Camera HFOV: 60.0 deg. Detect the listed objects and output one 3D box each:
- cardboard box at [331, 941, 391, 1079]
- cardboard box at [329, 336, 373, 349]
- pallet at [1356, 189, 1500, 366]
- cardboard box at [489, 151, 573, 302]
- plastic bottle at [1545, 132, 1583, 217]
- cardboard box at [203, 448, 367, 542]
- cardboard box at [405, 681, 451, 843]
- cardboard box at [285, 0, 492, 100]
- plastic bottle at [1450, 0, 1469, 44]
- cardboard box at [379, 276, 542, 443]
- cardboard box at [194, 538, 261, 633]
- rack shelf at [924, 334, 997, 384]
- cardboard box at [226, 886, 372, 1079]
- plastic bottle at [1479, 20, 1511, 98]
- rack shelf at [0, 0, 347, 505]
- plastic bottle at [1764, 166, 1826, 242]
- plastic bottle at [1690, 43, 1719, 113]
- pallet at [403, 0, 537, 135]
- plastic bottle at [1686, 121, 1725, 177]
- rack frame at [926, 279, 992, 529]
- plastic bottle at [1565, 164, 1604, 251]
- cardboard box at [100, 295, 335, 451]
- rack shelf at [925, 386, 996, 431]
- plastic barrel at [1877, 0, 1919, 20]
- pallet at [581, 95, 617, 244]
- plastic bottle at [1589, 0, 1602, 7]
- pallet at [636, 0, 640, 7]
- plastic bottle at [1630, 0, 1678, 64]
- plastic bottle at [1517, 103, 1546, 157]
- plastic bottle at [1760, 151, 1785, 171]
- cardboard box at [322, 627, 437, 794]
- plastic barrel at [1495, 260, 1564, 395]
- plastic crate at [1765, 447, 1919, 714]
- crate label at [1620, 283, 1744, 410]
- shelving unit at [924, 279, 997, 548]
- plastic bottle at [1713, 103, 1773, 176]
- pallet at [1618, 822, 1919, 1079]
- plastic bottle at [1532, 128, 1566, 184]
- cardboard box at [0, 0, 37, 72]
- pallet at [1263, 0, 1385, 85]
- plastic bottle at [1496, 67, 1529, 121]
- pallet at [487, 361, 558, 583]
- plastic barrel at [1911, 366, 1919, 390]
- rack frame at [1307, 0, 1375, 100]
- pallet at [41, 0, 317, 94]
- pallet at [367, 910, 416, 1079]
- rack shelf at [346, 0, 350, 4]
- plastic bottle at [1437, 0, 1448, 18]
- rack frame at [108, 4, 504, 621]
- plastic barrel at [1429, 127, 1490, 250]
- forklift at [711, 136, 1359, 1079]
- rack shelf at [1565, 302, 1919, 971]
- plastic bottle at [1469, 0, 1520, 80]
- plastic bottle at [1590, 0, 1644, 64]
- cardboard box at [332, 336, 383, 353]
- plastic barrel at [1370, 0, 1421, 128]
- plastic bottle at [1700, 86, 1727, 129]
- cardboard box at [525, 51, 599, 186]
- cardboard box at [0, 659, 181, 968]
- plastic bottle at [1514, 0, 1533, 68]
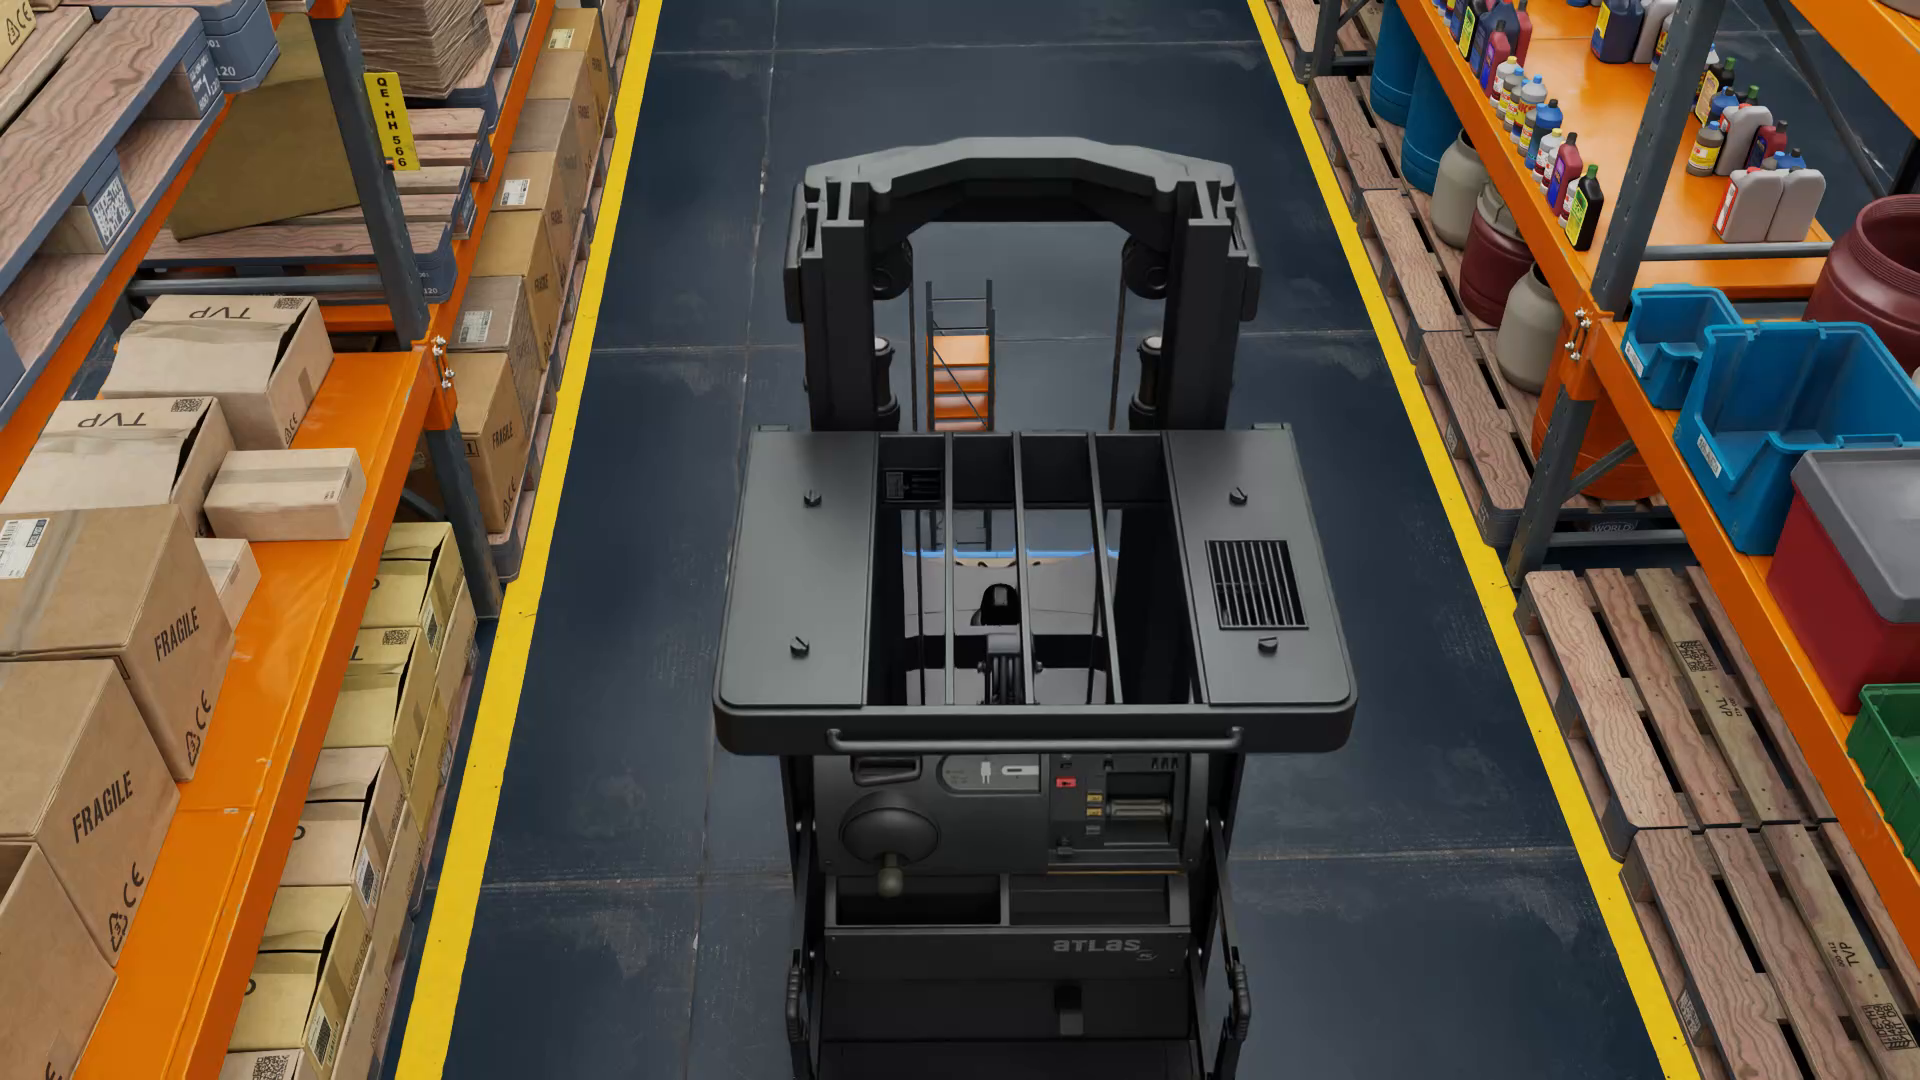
[{"bbox_3d":[-1.946,1.418,4.707,0.500,0.250,0.500,-1,43,-1],"label":"cardboard box"},{"bbox_3d":[-2.561,-1.004,6.594,0.500,0.250,0.500,0,43,0],"label":"cardboard box"},{"bbox_3d":[2.545,-1.288,7.999,1.003,0.211,1.213,-2,43,-2],"label":"pallet"},{"bbox_3d":[-2.085,-1.424,7.608,0.500,0.500,0.500,-3,43,-3],"label":"cardboard box"},{"bbox_3d":[2.216,-1.337,6.075,0.061,0.283,0.133,-2,43,-2],"label":"plastic bottle"},{"bbox_3d":[-1.966,-0.132,4.860,0.380,0.149,0.250,-2,43,-2],"label":"cardboard box"},{"bbox_3d":[-1.989,0.731,5.457,0.500,0.250,0.500,-2,43,-2],"label":"cardboard box"},{"bbox_3d":[-2.268,-2.060,6.393,0.700,0.500,0.500,6,43,6],"label":"cardboard box"},{"bbox_3d":[2.198,-2.301,7.077,0.144,0.351,0.185,-2,43,-2],"label":"plastic bottle"},{"bbox_3d":[-2.042,-0.733,6.854,0.500,0.500,0.500,-3,43,-3],"label":"cardboard box"},{"bbox_3d":[-2.170,0.128,4.576,0.380,0.149,0.250,1,43,1],"label":"cardboard box"},{"bbox_3d":[0.001,-0.665,6.121,0.258,0.103,0.180,-2,43,-2],"label":"rack shelf"},{"bbox_3d":[-1.946,1.205,4.525,0.500,0.311,0.500,-1,43,-1],"label":"cardboard box"},{"bbox_3d":[2.177,-1.953,6.747,0.061,0.283,0.133,-2,43,-2],"label":"plastic bottle"},{"bbox_3d":[-2.195,-0.314,3.185,1.077,0.370,4.000,-2,43,-2],"label":"rack shelf"},{"bbox_3d":[2.973,-1.219,5.952,0.152,0.276,0.135,-2,43,-2],"label":"plastic bottle"},{"bbox_3d":[2.961,-1.855,6.649,0.097,0.271,0.097,0,43,0],"label":"plastic bottle"},{"bbox_3d":[-2.367,-2.066,6.926,1.003,0.211,1.213,-2,43,-2],"label":"pallet"},{"bbox_3d":[2.830,-1.488,6.300,0.097,0.201,0.097,0,43,0],"label":"plastic bottle"},{"bbox_3d":[-0.003,-0.494,6.401,0.240,1.200,0.006,-2,43,-2],"label":"rack frame"},{"bbox_3d":[2.225,-1.181,5.905,0.061,0.283,0.133,-2,43,-2],"label":"plastic bottle"},{"bbox_3d":[-2.308,-0.544,5.190,0.500,0.311,0.500,1,43,1],"label":"cardboard box"},{"bbox_3d":[0.001,-0.488,6.283,0.258,0.103,0.180,-2,43,-2],"label":"rack shelf"},{"bbox_3d":[2.487,-1.693,3.787,0.600,0.901,0.600,0,43,0],"label":"plastic barrel"},{"bbox_3d":[-2.378,-1.948,8.719,1.003,0.211,1.213,-2,43,-2],"label":"pallet"},{"bbox_3d":[2.891,-2.527,7.379,0.152,0.276,0.135,-2,43,-2],"label":"plastic bottle"},{"bbox_3d":[-2.533,-3.785,10.724,1.003,0.211,1.213,-2,43,-2],"label":"pallet"},{"bbox_3d":[2.914,-2.155,6.973,0.152,0.276,0.135,-2,43,-2],"label":"plastic bottle"},{"bbox_3d":[2.217,-1.582,6.404,0.097,0.201,0.097,0,43,0],"label":"plastic bottle"},{"bbox_3d":[2.992,-1.336,6.135,0.097,0.201,0.097,0,43,0],"label":"plastic bottle"},{"bbox_3d":[-1.983,0.525,5.266,0.500,0.311,0.500,-2,43,-2],"label":"cardboard box"},{"bbox_3d":[2.518,-0.910,7.053,0.421,0.512,0.421,0,43,0],"label":"plastic barrel"},{"bbox_3d":[2.432,0.113,4.360,0.402,0.464,0.583,-2,43,-2],"label":"plastic crate"},{"bbox_3d":[2.312,-0.607,5.316,0.303,0.233,0.416,-2,43,-2],"label":"crate label"},{"bbox_3d":[0.001,-0.433,6.334,0.258,1.200,0.189,-2,43,-2],"label":"shelving unit"},{"bbox_3d":[2.954,-1.532,6.293,0.152,0.276,0.135,-2,43,-2],"label":"plastic bottle"},{"bbox_3d":[2.712,1.410,5.055,1.003,0.211,1.213,-2,43,-2],"label":"pallet"},{"bbox_3d":[2.225,-1.451,6.260,0.097,0.201,0.097,0,43,0],"label":"plastic bottle"},{"bbox_3d":[-2.151,-0.985,3.185,0.500,0.250,0.500,-2,43,-3],"label":"cardboard box"},{"bbox_3d":[2.429,-3.131,10.010,1.003,0.211,1.213,-2,43,-2],"label":"pallet"},{"bbox_3d":[2.204,-1.780,6.619,0.097,0.201,0.097,0,43,0],"label":"plastic bottle"},{"bbox_3d":[-2.274,-0.301,6.922,1.003,0.211,1.213,-2,43,-2],"label":"pallet"},{"bbox_3d":[2.926,-0.316,4.792,0.421,0.512,0.421,0,43,0],"label":"plastic barrel"},{"bbox_3d":[2.499,-3.664,8.527,1.000,3.000,0.127,-2,43,-2],"label":"rack frame"},{"bbox_3d":[-2.162,-1.404,3.982,1.213,0.211,1.003,0,43,0],"label":"pallet"},{"bbox_3d":[-2.235,1.583,4.867,1.003,0.211,1.213,-2,43,-2],"label":"pallet"},{"bbox_3d":[-2.365,-3.015,6.131,1.077,0.370,4.000,-2,43,-2],"label":"rack shelf"},{"bbox_3d":[2.165,-2.432,7.279,0.097,0.271,0.097,0,43,0],"label":"plastic bottle"},{"bbox_3d":[-2.280,-0.824,5.429,1.000,3.000,0.127,-2,43,-2],"label":"rack frame"},{"bbox_3d":[2.470,-1.672,7.885,0.421,0.512,0.421,0,43,0],"label":"plastic barrel"},{"bbox_3d":[0.124,0.730,3.784,1.130,2.935,3.031,0,43,0],"label":"forklift"},{"bbox_3d":[2.754,0.652,4.351,1.077,0.370,4.000,-2,43,-2],"label":"rack shelf"},{"bbox_3d":[2.212,-2.086,6.843,0.144,0.351,0.185,-2,43,-2],"label":"plastic bottle"},{"bbox_3d":[2.765,-2.196,6.962,0.144,0.351,0.185,-2,43,-2],"label":"plastic bottle"},{"bbox_3d":[-2.554,-0.689,6.806,0.500,0.500,0.500,0,43,0],"label":"cardboard box"},{"bbox_3d":[2.505,-2.677,8.693,0.600,0.901,0.708,-2,43,-2],"label":"plastic barrel"},{"bbox_3d":[2.971,-1.673,6.502,0.097,0.201,0.097,0,43,0],"label":"plastic bottle"},{"bbox_3d":[-2.130,-2.106,8.352,0.500,0.500,0.500,-2,43,-2],"label":"cardboard box"},{"bbox_3d":[-2.170,0.627,3.772,0.500,0.500,0.500,-2,43,-2],"label":"cardboard box"},{"bbox_3d":[2.313,-2.082,6.888,0.061,0.283,0.133,-2,43,-2],"label":"plastic bottle"}]
